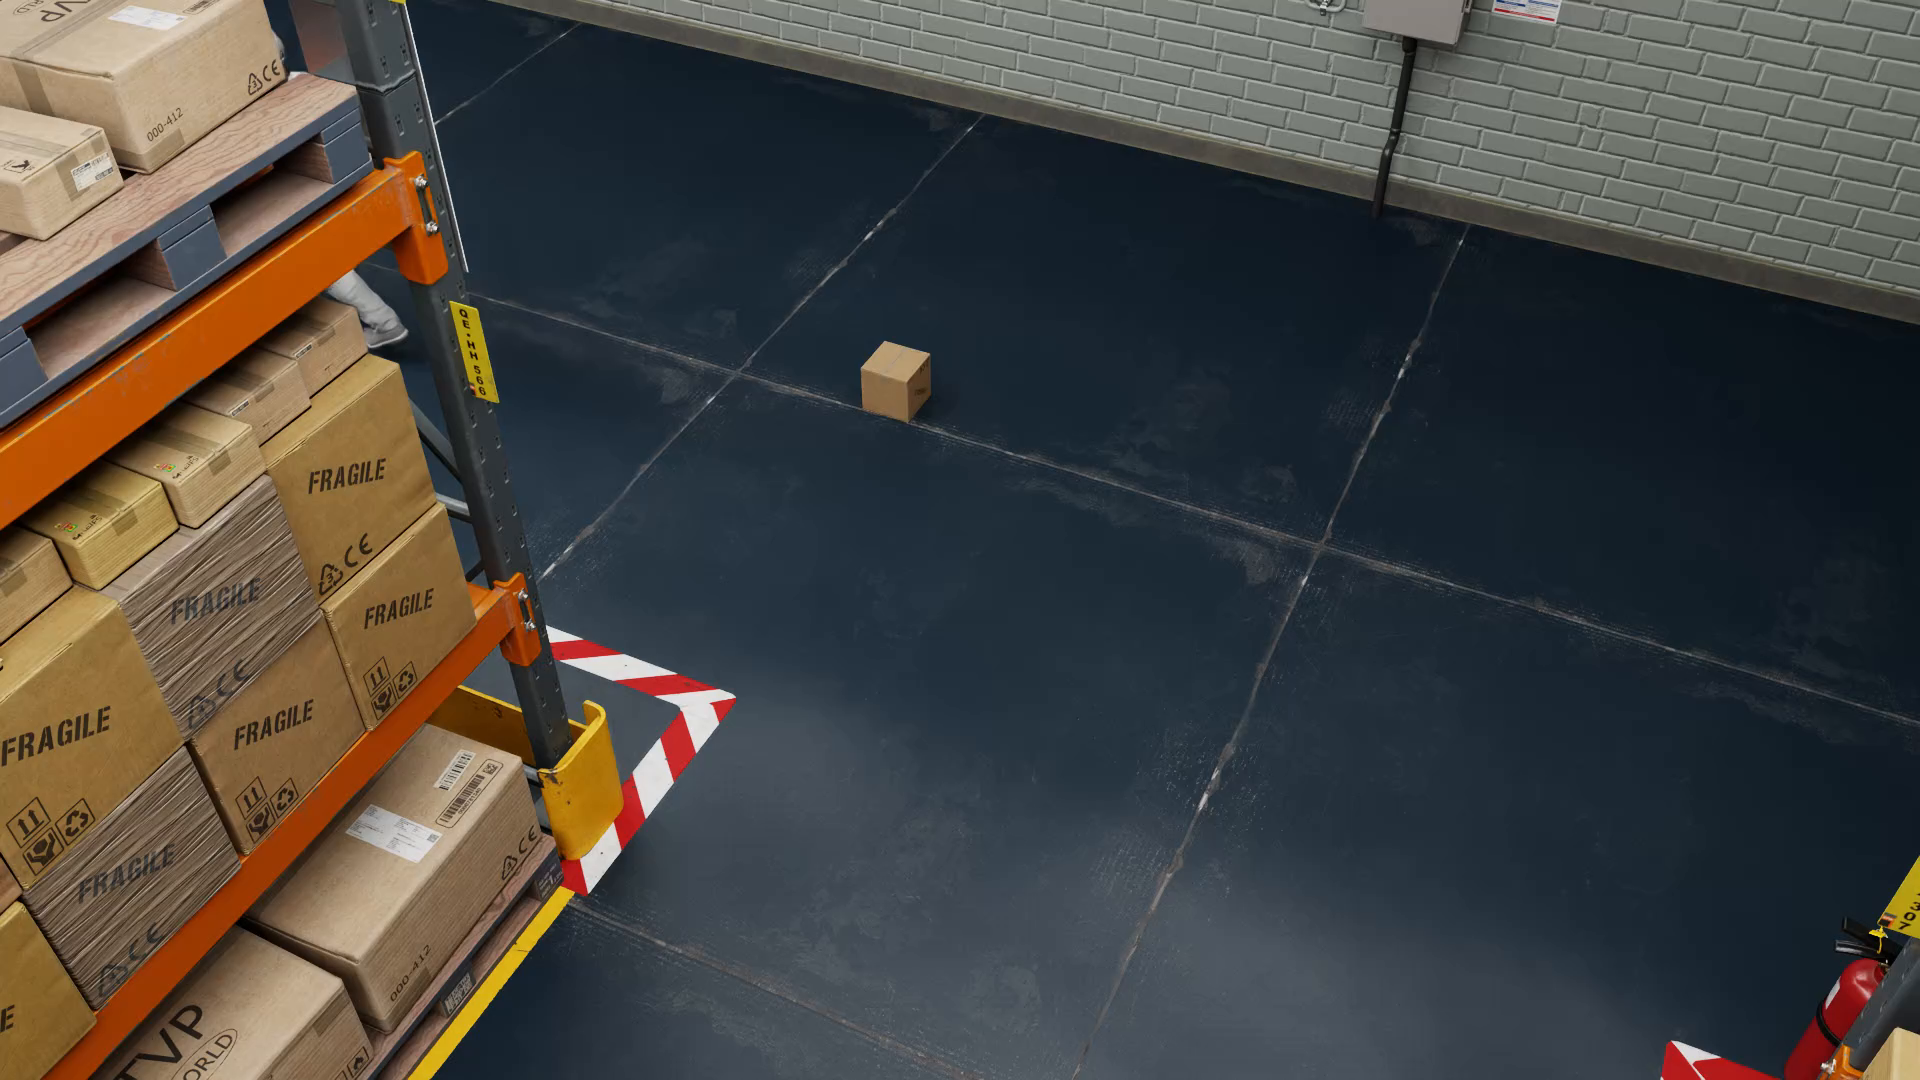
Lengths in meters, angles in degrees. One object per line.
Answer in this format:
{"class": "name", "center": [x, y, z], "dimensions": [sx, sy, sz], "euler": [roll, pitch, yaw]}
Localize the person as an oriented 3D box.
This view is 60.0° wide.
{"class": "person", "center": [-3.198, -1.696, 8.020], "dimensions": [0.994, 1.613, 0.485], "euler": [14, 44, 15]}
